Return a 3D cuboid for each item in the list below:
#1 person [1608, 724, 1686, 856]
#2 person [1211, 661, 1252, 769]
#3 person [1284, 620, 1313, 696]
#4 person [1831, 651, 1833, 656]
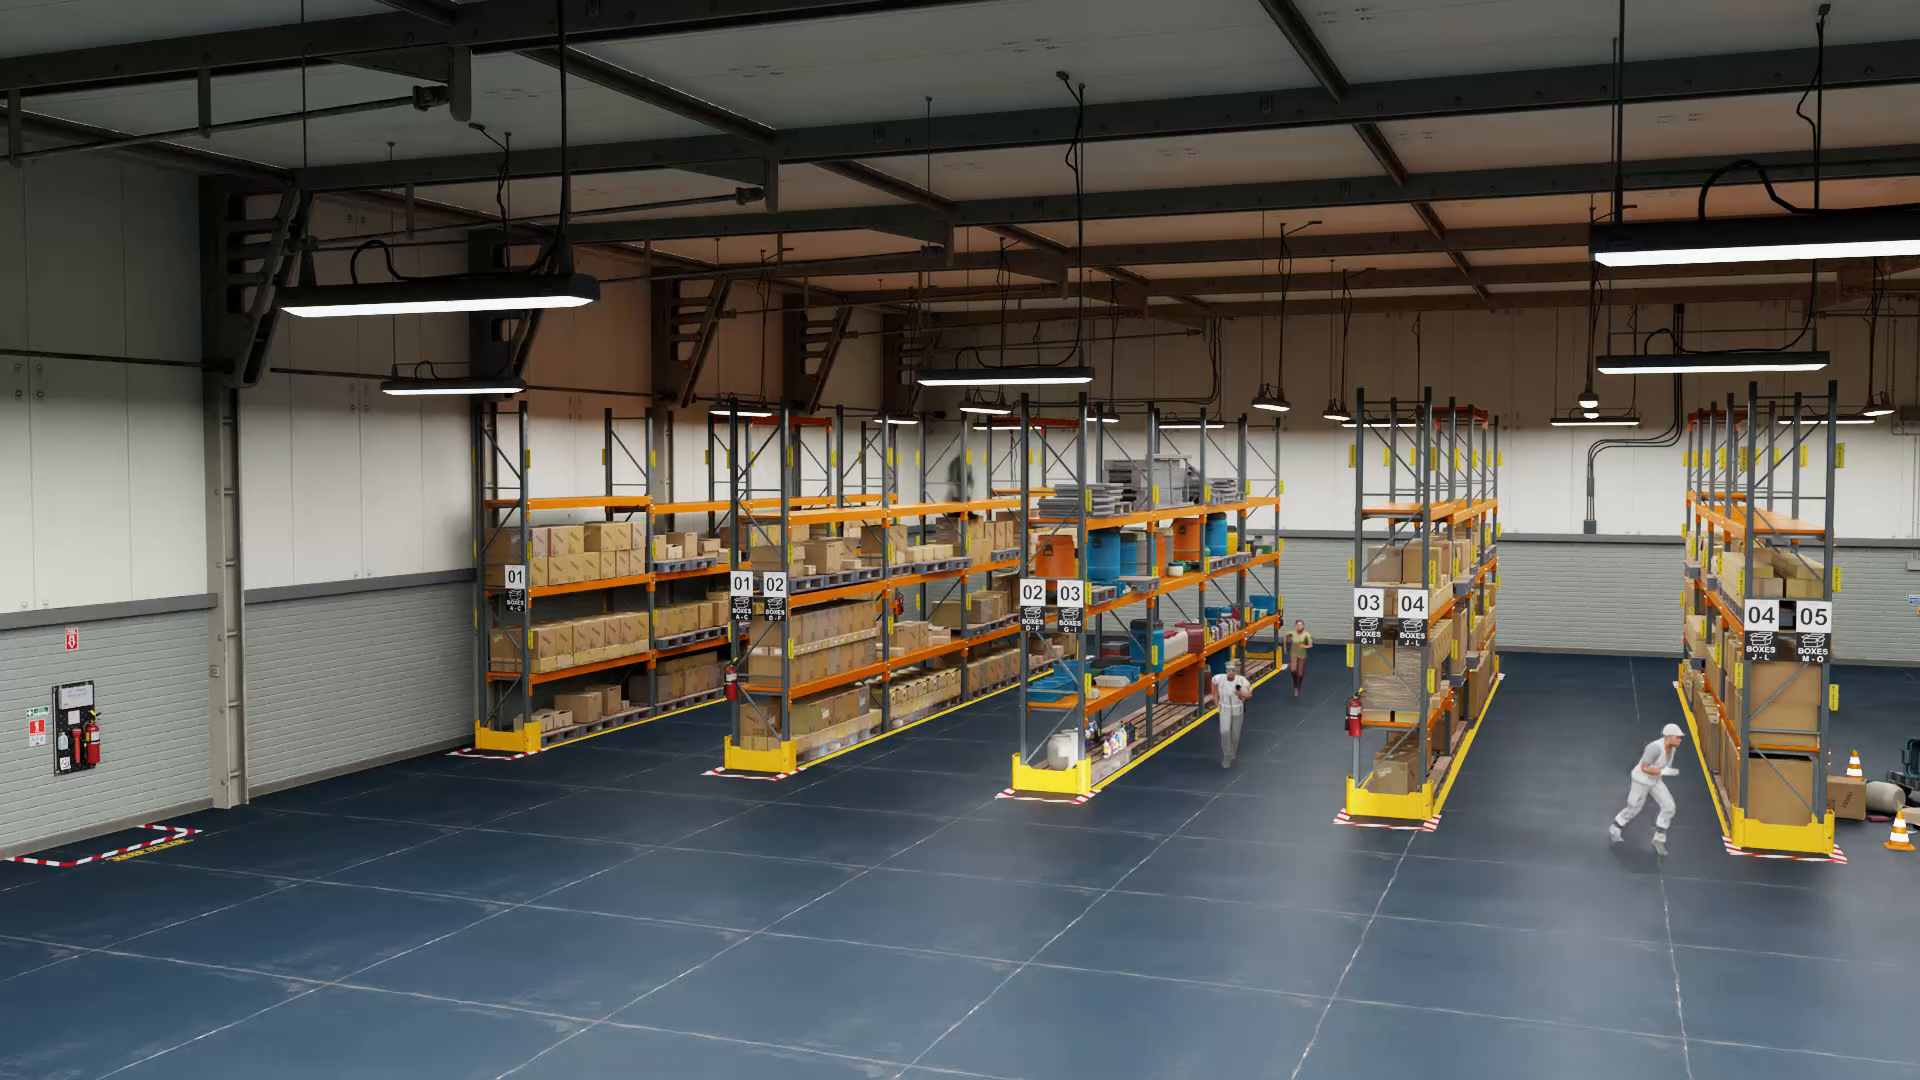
[{"bbox_3d":[8.766,3.158,21.222,0.707,1.715,1.019,-2,3,-36],"label":"person"},{"bbox_3d":[4.428,2.828,27.119,0.649,1.777,0.943,0,3,6],"label":"person"},{"bbox_3d":[7.080,2.469,34.855,0.610,1.617,0.744,1,3,15],"label":"person"},{"bbox_3d":[17.415,2.572,33.868,0.521,1.567,0.540,0,3,9],"label":"person"}]
